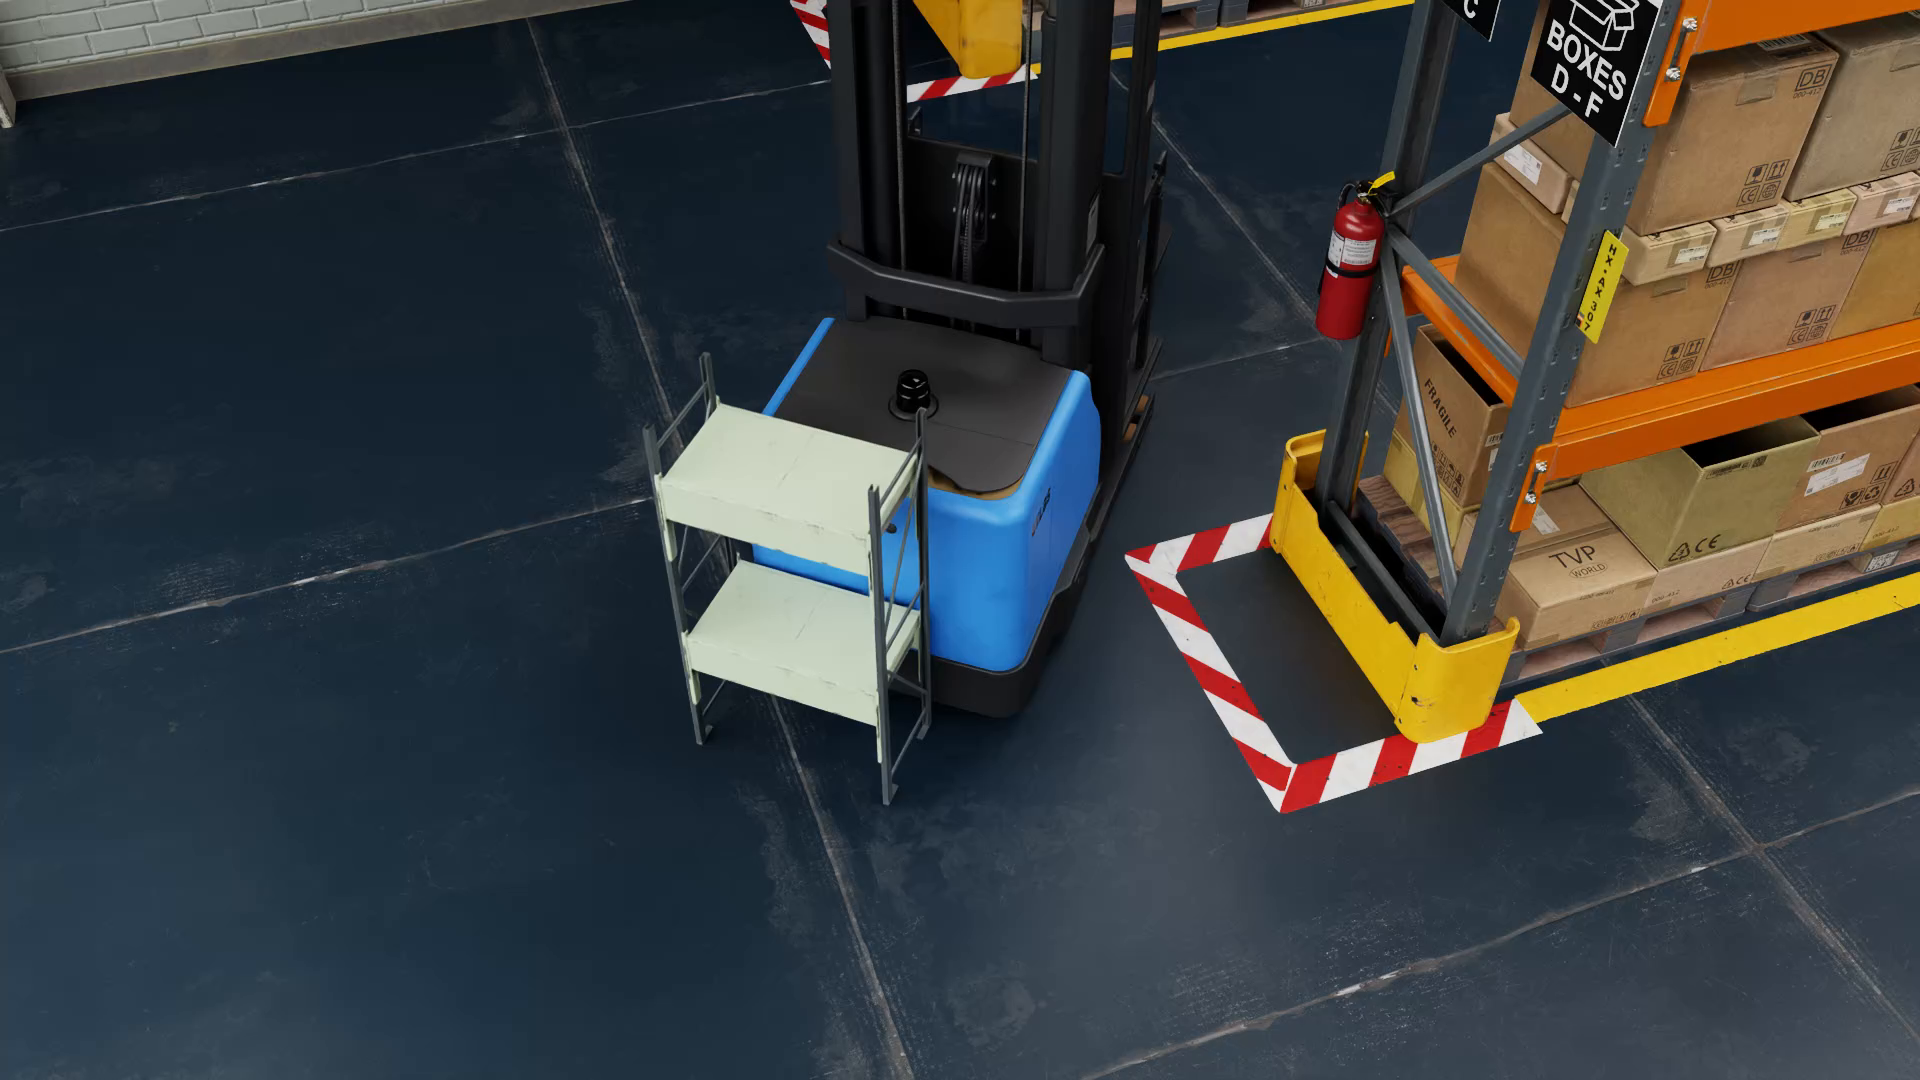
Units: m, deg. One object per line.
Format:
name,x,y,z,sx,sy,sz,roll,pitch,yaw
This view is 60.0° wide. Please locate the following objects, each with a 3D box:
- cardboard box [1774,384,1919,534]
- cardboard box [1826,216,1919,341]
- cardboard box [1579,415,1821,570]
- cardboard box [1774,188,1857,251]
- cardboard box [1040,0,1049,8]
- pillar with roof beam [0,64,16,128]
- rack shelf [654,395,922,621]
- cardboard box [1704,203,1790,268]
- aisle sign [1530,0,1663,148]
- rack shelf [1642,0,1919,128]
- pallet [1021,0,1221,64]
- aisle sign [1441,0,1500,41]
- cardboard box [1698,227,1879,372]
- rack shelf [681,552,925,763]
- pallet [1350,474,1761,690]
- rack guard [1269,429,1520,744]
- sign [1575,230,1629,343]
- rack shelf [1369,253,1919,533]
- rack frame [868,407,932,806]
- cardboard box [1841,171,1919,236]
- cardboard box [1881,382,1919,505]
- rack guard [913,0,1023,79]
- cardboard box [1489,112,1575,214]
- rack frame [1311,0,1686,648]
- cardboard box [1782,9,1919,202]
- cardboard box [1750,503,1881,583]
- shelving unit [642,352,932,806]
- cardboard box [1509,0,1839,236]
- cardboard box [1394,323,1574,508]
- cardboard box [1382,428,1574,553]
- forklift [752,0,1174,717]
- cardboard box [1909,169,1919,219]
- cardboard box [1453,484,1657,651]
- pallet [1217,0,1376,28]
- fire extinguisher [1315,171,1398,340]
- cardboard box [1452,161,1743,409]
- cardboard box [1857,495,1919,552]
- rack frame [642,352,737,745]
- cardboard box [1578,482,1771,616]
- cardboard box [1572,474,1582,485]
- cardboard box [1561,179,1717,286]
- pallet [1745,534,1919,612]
cardboard box,3.134,-0.419,6.165,0.500,0.500,0.500,-14,47,-14
cardboard box,3.023,-1.130,5.688,0.500,0.500,0.700,-14,47,-14
cardboard box,2.668,-0.290,6.037,0.500,0.500,0.500,-14,47,-14
cardboard box,2.543,-1.085,5.185,0.250,0.149,0.380,-14,47,-14
cardboard box,0.614,-3.358,9.566,0.500,0.311,0.500,-19,48,-18
pillar with roof beam,-3.884,-2.596,2.984,0.400,9.000,9.100,-14,47,-14
rack shelf,-0.525,-0.108,5.245,0.720,0.370,0.431,15,47,15
cardboard box,2.308,-1.026,5.126,0.250,0.149,0.380,-15,47,-15
aisle sign,1.661,-1.443,4.235,0.004,0.787,0.394,-14,47,-14
rack shelf,3.500,-2.032,5.047,4.000,0.370,1.077,-14,47,-14
pallet,0.781,-3.251,9.841,1.213,0.211,1.003,-14,47,-14
aisle sign,1.457,-1.843,4.634,0.004,0.787,0.394,-14,47,-14
cardboard box,2.554,-1.014,5.572,0.500,0.500,0.700,-13,47,-13
rack shelf,-0.527,0.401,5.749,0.720,0.370,0.431,15,47,15
pallet,2.323,0.027,6.574,1.213,0.211,1.003,-14,47,-14
rack guard,1.596,0.143,6.255,0.348,0.500,1.175,-14,47,-14
sign,1.801,-0.708,4.671,0.005,0.325,0.100,-14,47,-14
rack shelf,3.500,-0.973,6.110,4.000,0.370,1.077,-14,47,-14
rack frame,-0.185,0.263,5.426,0.023,1.500,0.400,15,47,15
cardboard box,2.781,-1.144,5.244,0.250,0.149,0.380,-15,47,-14
cardboard box,3.610,-0.528,6.274,0.500,0.500,0.500,-14,47,-14
rack guard,0.004,-3.181,9.567,0.348,0.500,1.175,-14,47,-14
cardboard box,1.913,-1.229,5.328,0.250,0.149,0.380,-15,47,-15
rack frame,1.618,-0.746,5.375,0.127,3.000,1.000,-14,47,-14
cardboard box,2.604,-1.485,5.126,0.500,0.500,0.700,-15,47,-15
cardboard box,3.138,-0.147,6.423,0.500,0.250,0.500,-14,47,-14
shelving unit,-0.526,0.169,5.520,0.755,1.500,0.431,15,47,15
cardboard box,2.112,-1.355,4.997,0.500,0.500,0.700,-14,47,-14
cardboard box,2.022,-0.515,6.261,0.500,0.500,0.500,-14,47,-14
cardboard box,2.022,-0.249,6.525,0.500,0.250,0.500,-14,47,-14
forklift,0.205,-1.457,6.133,1.130,2.935,3.031,14,47,13
cardboard box,3.031,-1.210,5.310,0.250,0.149,0.380,-16,47,-15
cardboard box,2.198,0.096,6.181,0.500,0.250,0.500,-14,47,-14
pallet,1.926,-3.541,10.131,1.213,0.211,1.003,-14,47,-14
fire extinguisher,1.349,-0.999,5.683,0.183,0.674,0.296,-14,47,-14
cardboard box,2.062,-0.885,5.443,0.500,0.500,0.700,-14,47,-14
cardboard box,3.610,-0.264,6.540,0.500,0.250,0.500,-14,47,-14
rack frame,-0.867,0.075,5.614,0.023,1.500,0.400,15,47,15
cardboard box,2.667,-0.027,6.304,0.500,0.250,0.500,-14,47,-14
cardboard box,2.489,-0.377,6.653,0.500,0.250,0.500,-14,47,-14
cardboard box,2.061,-0.961,5.061,0.250,0.149,0.380,-15,47,-14
pallet,3.469,-0.264,6.864,1.213,0.211,1.003,-14,47,-14
